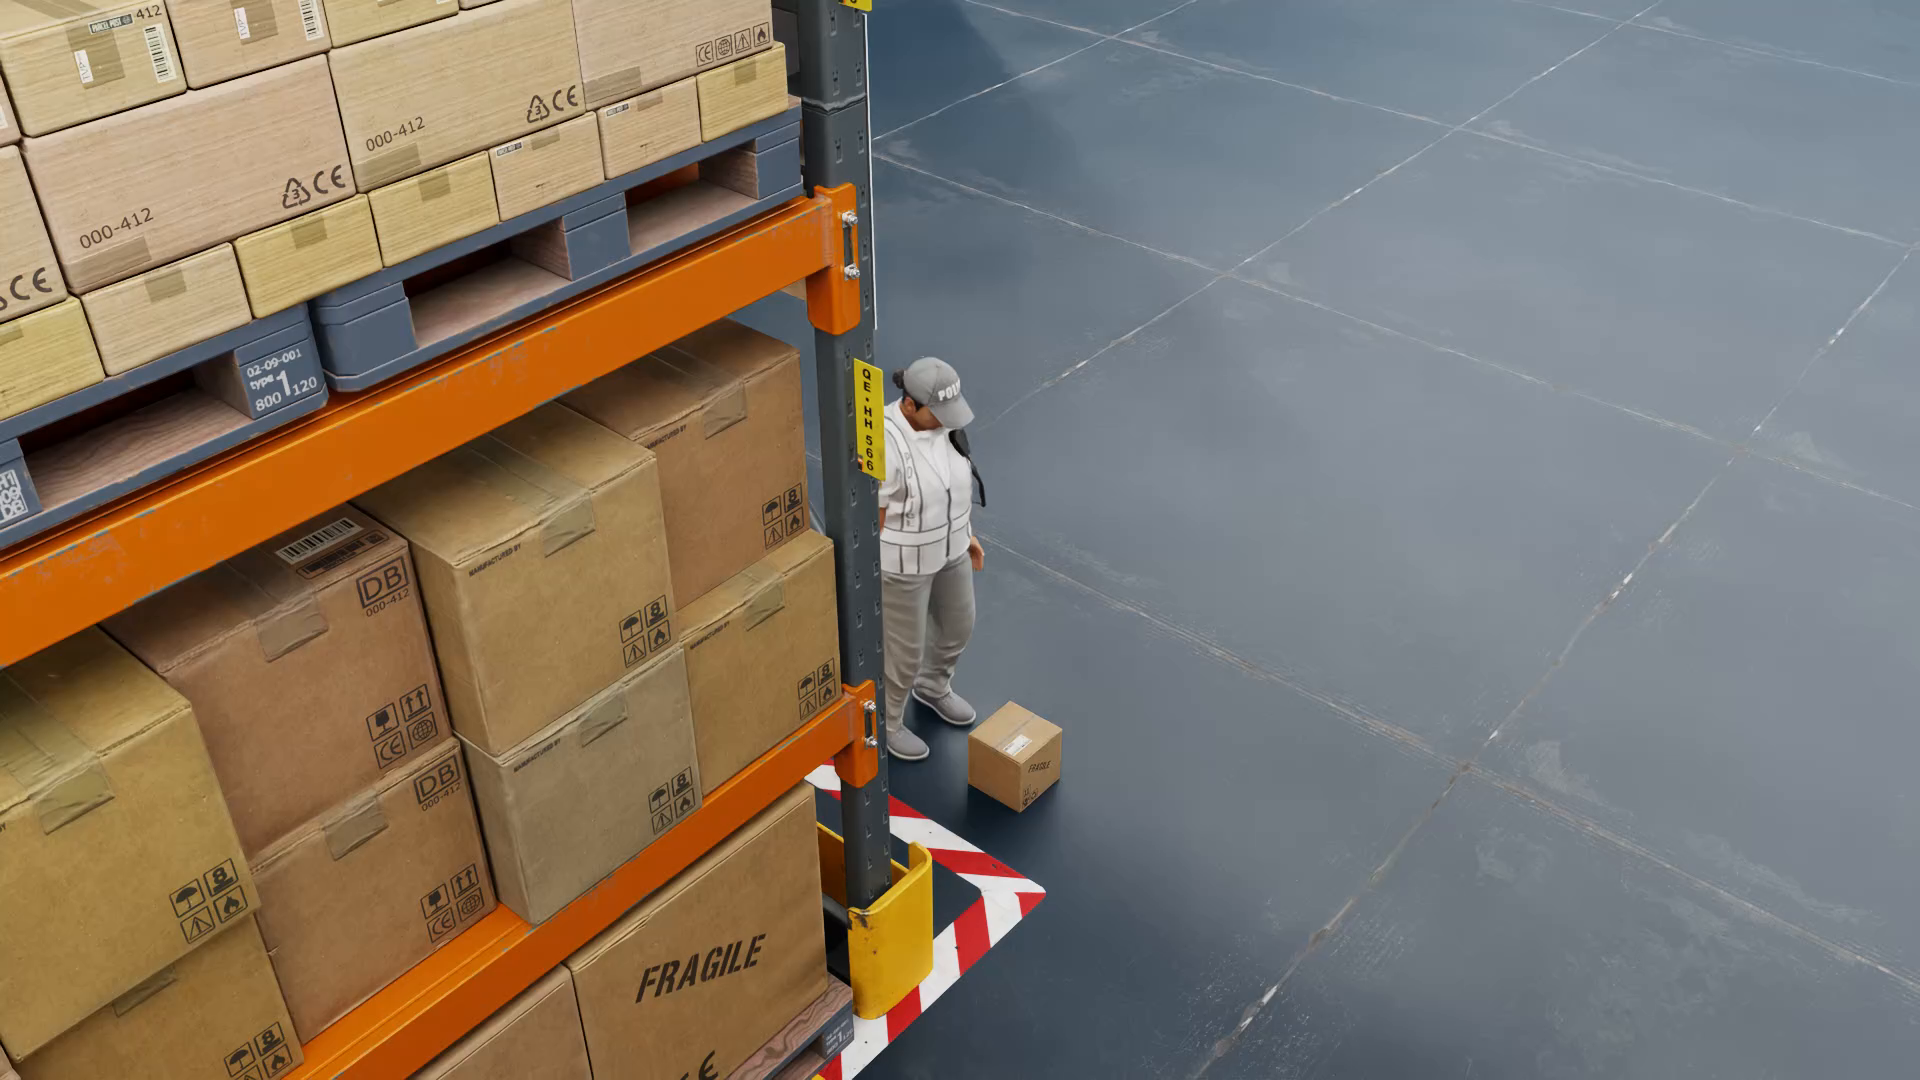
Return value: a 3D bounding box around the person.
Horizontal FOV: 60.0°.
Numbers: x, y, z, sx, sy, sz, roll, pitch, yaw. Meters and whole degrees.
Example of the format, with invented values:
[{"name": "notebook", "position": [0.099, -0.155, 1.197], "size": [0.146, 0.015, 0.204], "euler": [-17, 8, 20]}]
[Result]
[{"name": "person", "position": [-0.133, 0.057, 6.101], "size": [0.452, 1.633, 0.489], "euler": [28, 44, 33]}]
